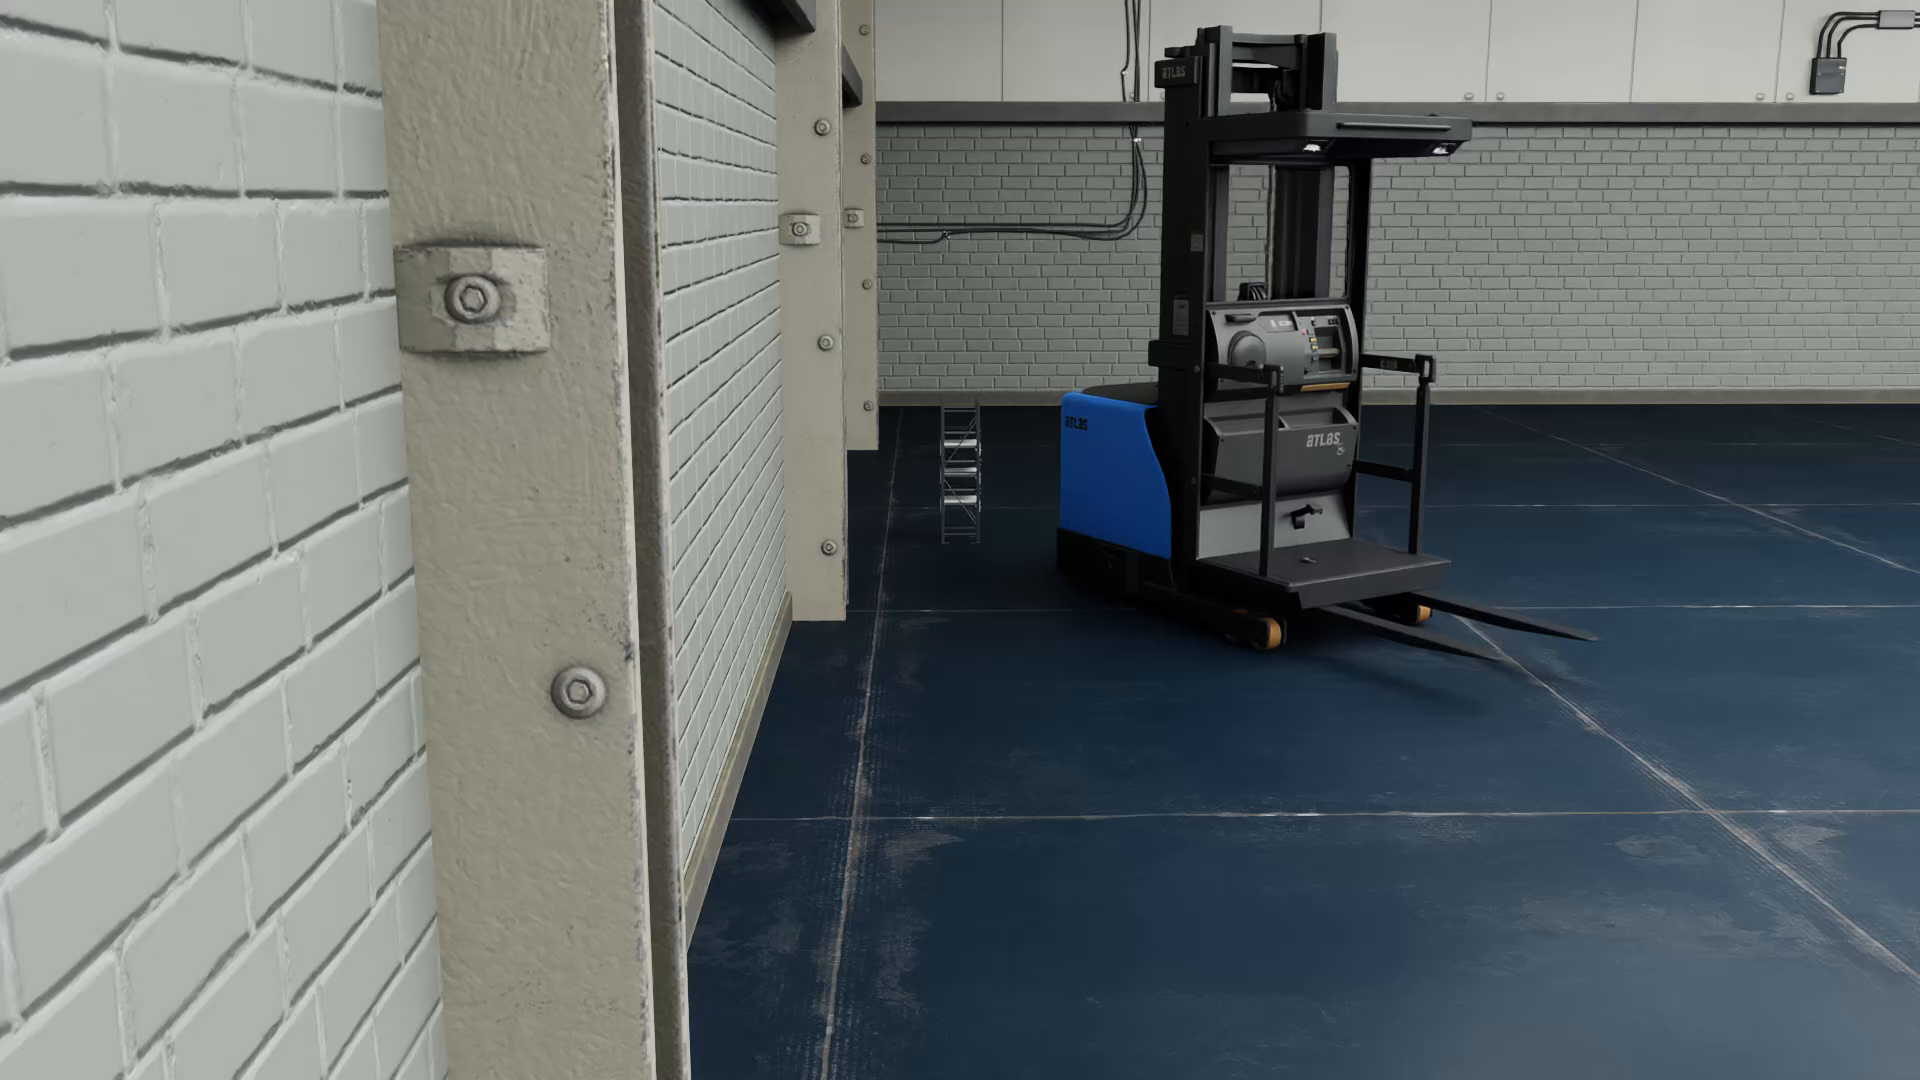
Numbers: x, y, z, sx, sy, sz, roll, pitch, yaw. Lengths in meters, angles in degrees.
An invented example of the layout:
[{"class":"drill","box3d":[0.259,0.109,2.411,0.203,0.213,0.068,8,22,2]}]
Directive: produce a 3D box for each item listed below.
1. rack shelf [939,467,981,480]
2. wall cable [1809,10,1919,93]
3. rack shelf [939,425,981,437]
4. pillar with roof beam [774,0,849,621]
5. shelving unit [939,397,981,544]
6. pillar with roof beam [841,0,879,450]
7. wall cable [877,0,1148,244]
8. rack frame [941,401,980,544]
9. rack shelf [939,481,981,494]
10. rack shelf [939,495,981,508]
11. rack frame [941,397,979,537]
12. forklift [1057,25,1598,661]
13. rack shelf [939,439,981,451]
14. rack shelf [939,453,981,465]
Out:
[{"class":"rack shelf","box3d":[0.000,-0.407,10.468,0.258,0.077,0.200,0,11,-1]},{"class":"wall cable","box3d":[9.883,-7.523,16.455,2.305,6.003,0.169,0,11,-1]},{"class":"rack shelf","box3d":[0.000,-0.671,10.415,0.258,0.077,0.200,0,11,-1]},{"class":"pillar with roof beam","box3d":[3.558,-4.054,7.911,9.100,9.000,0.400,0,11,-1]},{"class":"shelving unit","box3d":[0.000,-0.439,10.462,0.258,0.900,0.210,0,11,-1]},{"class":"pillar with roof beam","box3d":[3.434,-5.247,13.790,9.100,9.000,0.400,0,11,-1]},{"class":"wall cable","box3d":[0.391,-4.299,16.925,3.097,2.526,0.112,0,11,-1]},{"class":"rack frame","box3d":[0.002,-0.419,10.362,0.240,0.900,0.006,0,11,-1]},{"class":"rack shelf","box3d":[0.000,-0.319,10.486,0.258,0.077,0.200,0,11,-1]},{"class":"rack shelf","box3d":[0.000,-0.230,10.504,0.258,0.077,0.200,0,11,-1]},{"class":"rack frame","box3d":[-0.002,-0.460,10.561,0.240,0.900,0.006,0,11,-1]},{"class":"forklift","box3d":[1.739,-1.009,8.162,1.130,2.935,3.031,-7,13,-30]},{"class":"rack shelf","box3d":[0.000,-0.583,10.433,0.258,0.077,0.200,0,11,-1]},{"class":"rack shelf","box3d":[0.000,-0.495,10.450,0.258,0.077,0.200,0,11,-1]}]
